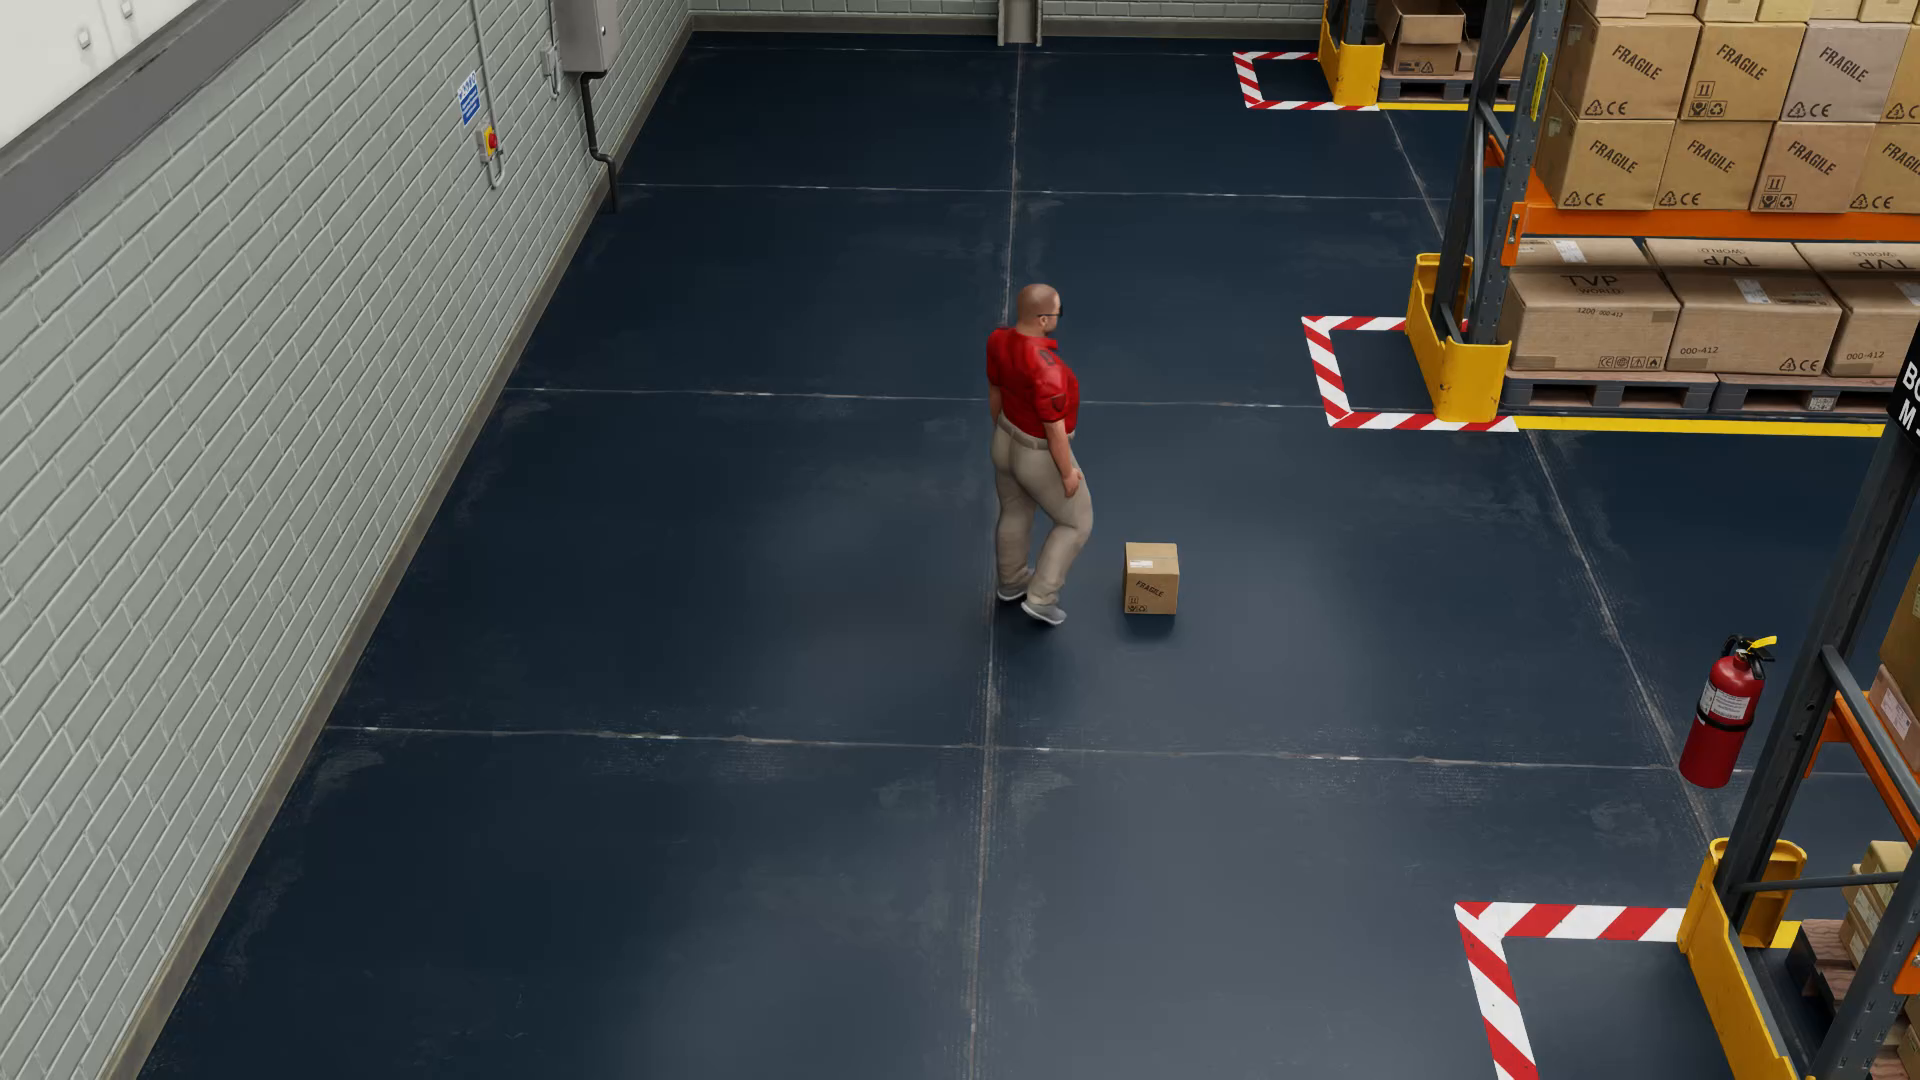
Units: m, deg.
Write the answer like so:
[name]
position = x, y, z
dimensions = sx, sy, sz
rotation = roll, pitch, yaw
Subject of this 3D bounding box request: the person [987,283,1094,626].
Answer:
[person]
position = 0.360, -0.386, 7.712
dimensions = 0.387, 1.790, 0.561
rotation = -22, 41, -28
